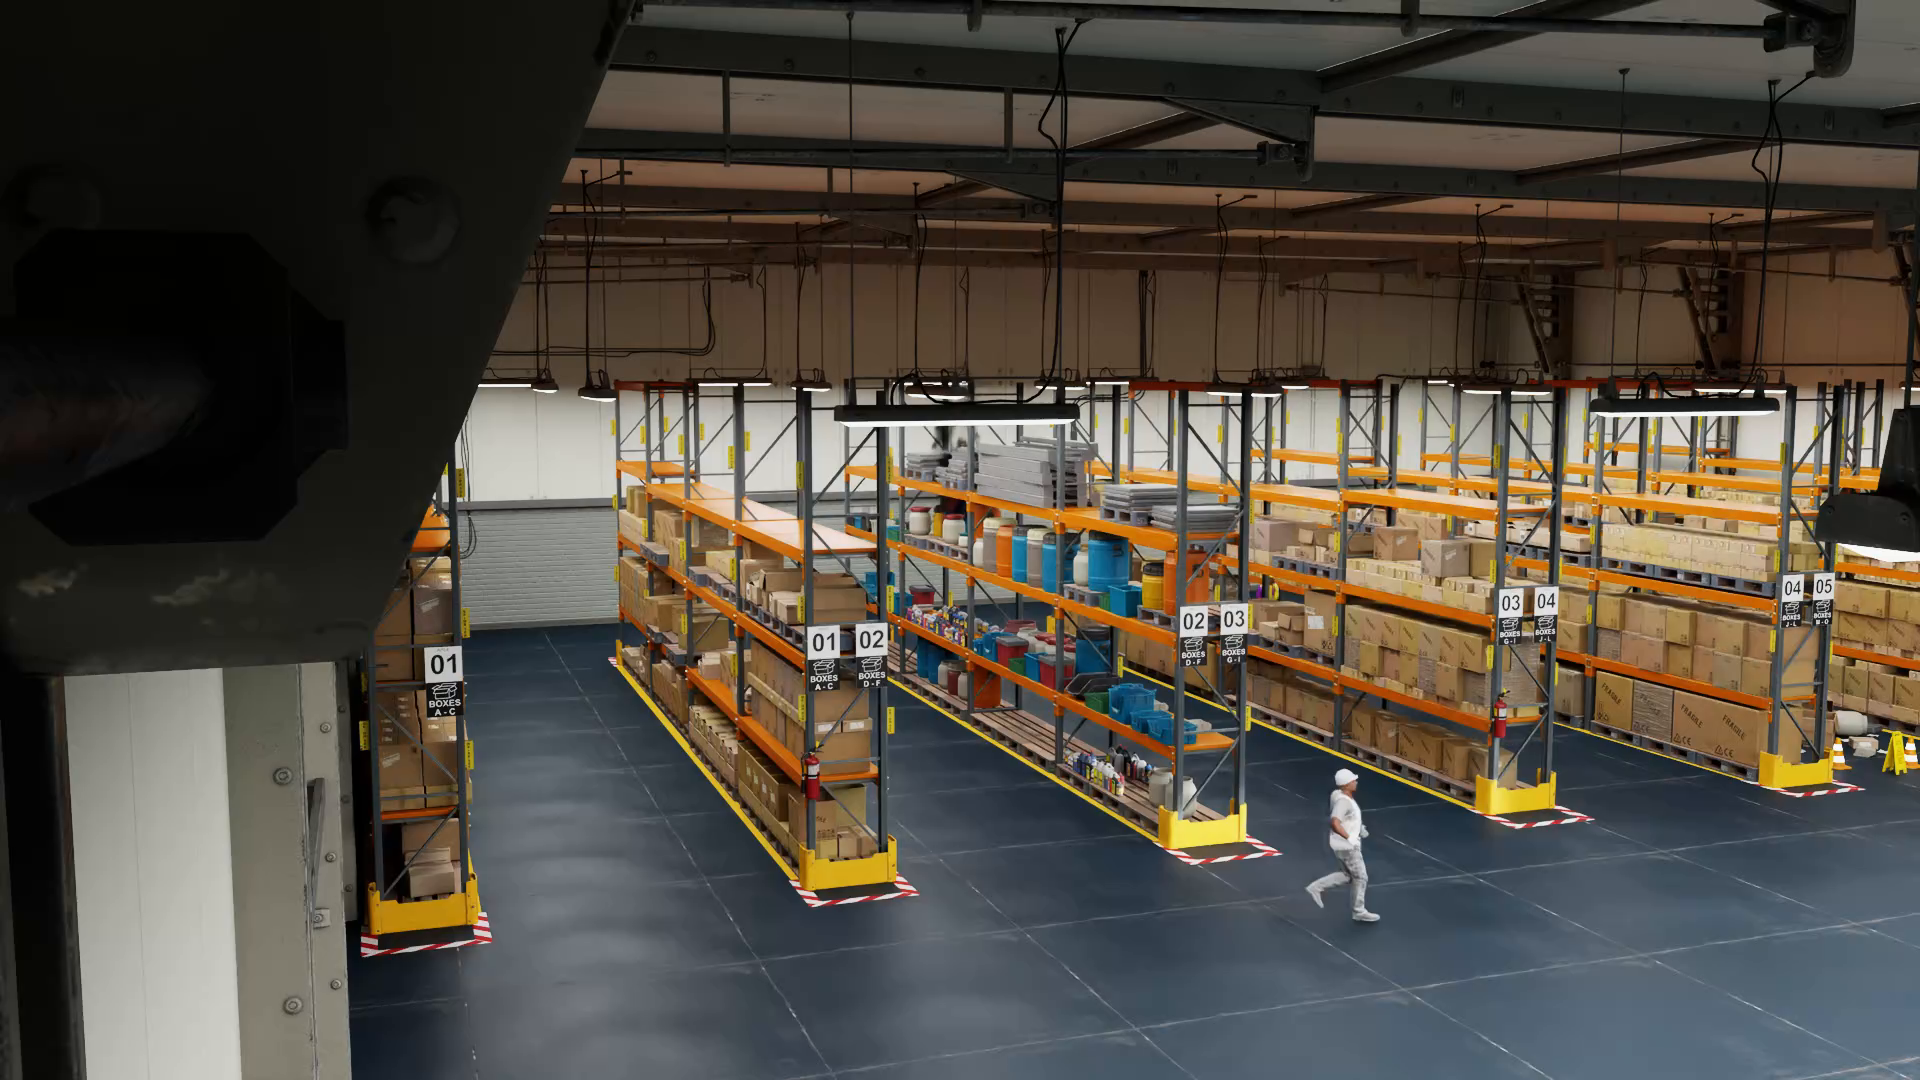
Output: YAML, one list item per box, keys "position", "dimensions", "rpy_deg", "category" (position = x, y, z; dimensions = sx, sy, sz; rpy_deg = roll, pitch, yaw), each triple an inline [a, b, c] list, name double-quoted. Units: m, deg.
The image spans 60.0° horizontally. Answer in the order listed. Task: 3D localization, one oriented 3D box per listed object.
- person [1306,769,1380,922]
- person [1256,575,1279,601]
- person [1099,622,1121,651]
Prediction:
- position: [4.370, 3.469, 18.889]
  dimensions: [0.830, 1.753, 0.714]
  rpy_deg: [1, 6, 7]
  category: "person"
- position: [6.767, 1.597, 36.653]
  dimensions: [0.678, 1.844, 0.864]
  rpy_deg: [-2, 6, -19]
  category: "person"
- position: [2.946, 1.731, 32.595]
  dimensions: [0.669, 1.785, 0.818]
  rpy_deg: [-2, 6, -19]
  category: "person"
